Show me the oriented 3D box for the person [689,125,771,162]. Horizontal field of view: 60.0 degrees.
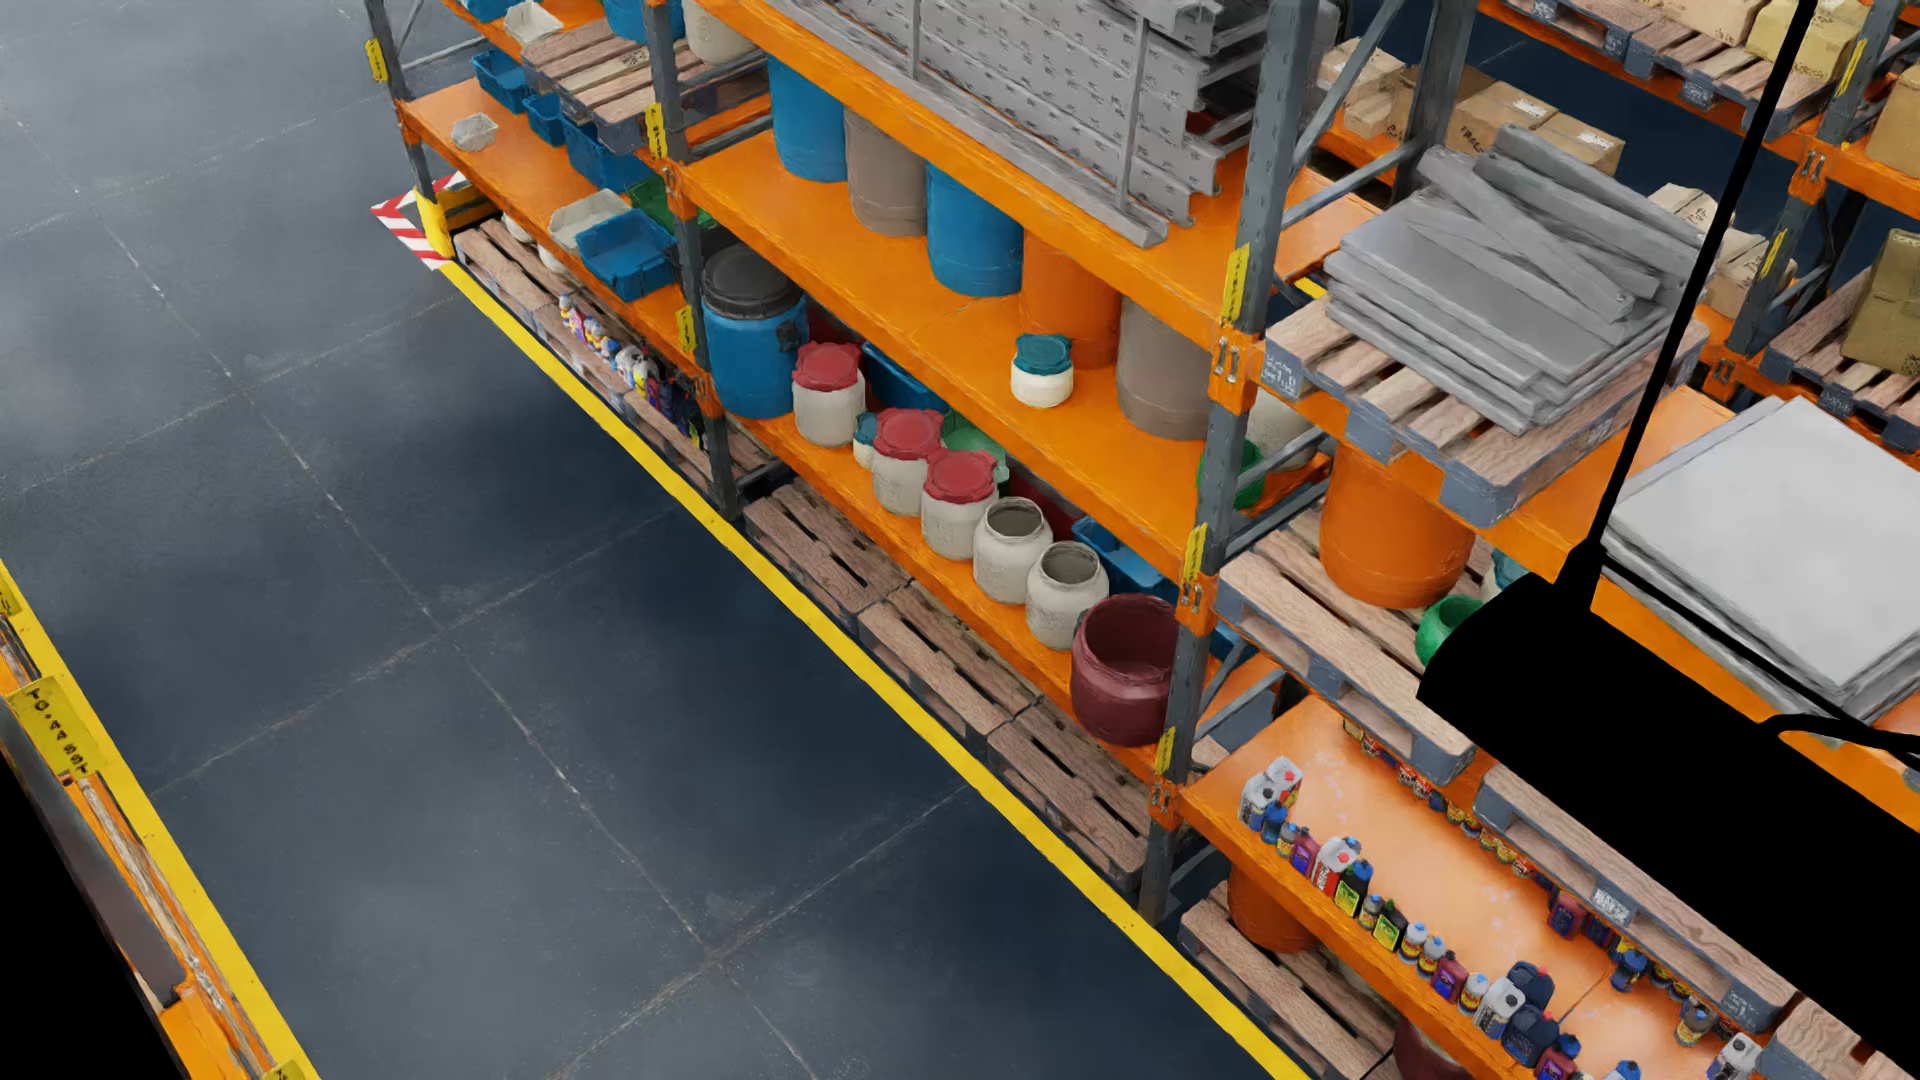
[{"bbox_3d":[-1.934,-3.776,13.462,0.776,1.599,0.616,23,51,20],"label":"person"}]
